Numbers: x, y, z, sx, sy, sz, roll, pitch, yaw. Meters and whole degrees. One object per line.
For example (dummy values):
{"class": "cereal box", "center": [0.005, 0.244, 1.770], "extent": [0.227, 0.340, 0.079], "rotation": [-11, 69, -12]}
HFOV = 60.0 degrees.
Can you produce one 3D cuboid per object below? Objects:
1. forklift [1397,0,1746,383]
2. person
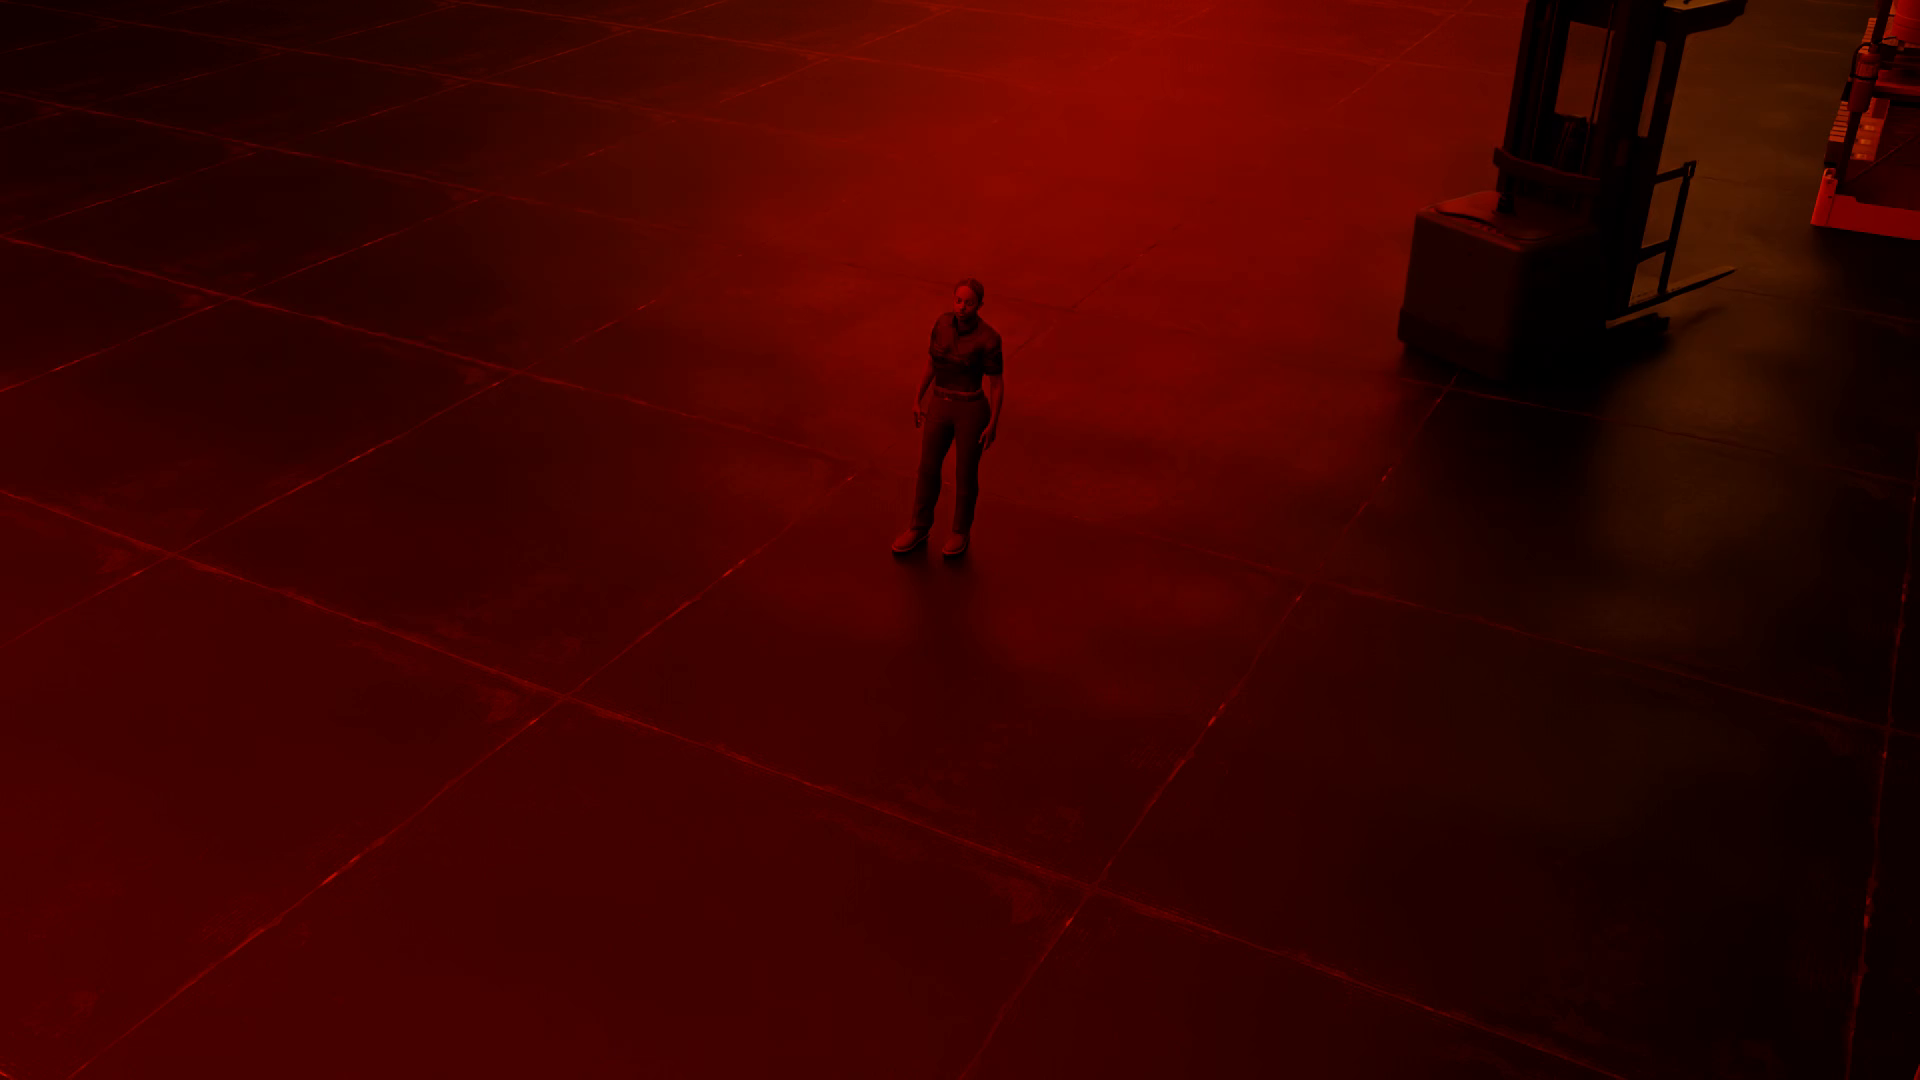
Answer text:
{"class": "forklift", "center": [4.785, -2.956, 12.193], "extent": [3.031, 2.935, 1.130], "rotation": [-19, 35, -30]}
{"class": "person", "center": [-0.060, -0.689, 9.528], "extent": [0.569, 1.654, 0.504], "rotation": [15, 33, 25]}
